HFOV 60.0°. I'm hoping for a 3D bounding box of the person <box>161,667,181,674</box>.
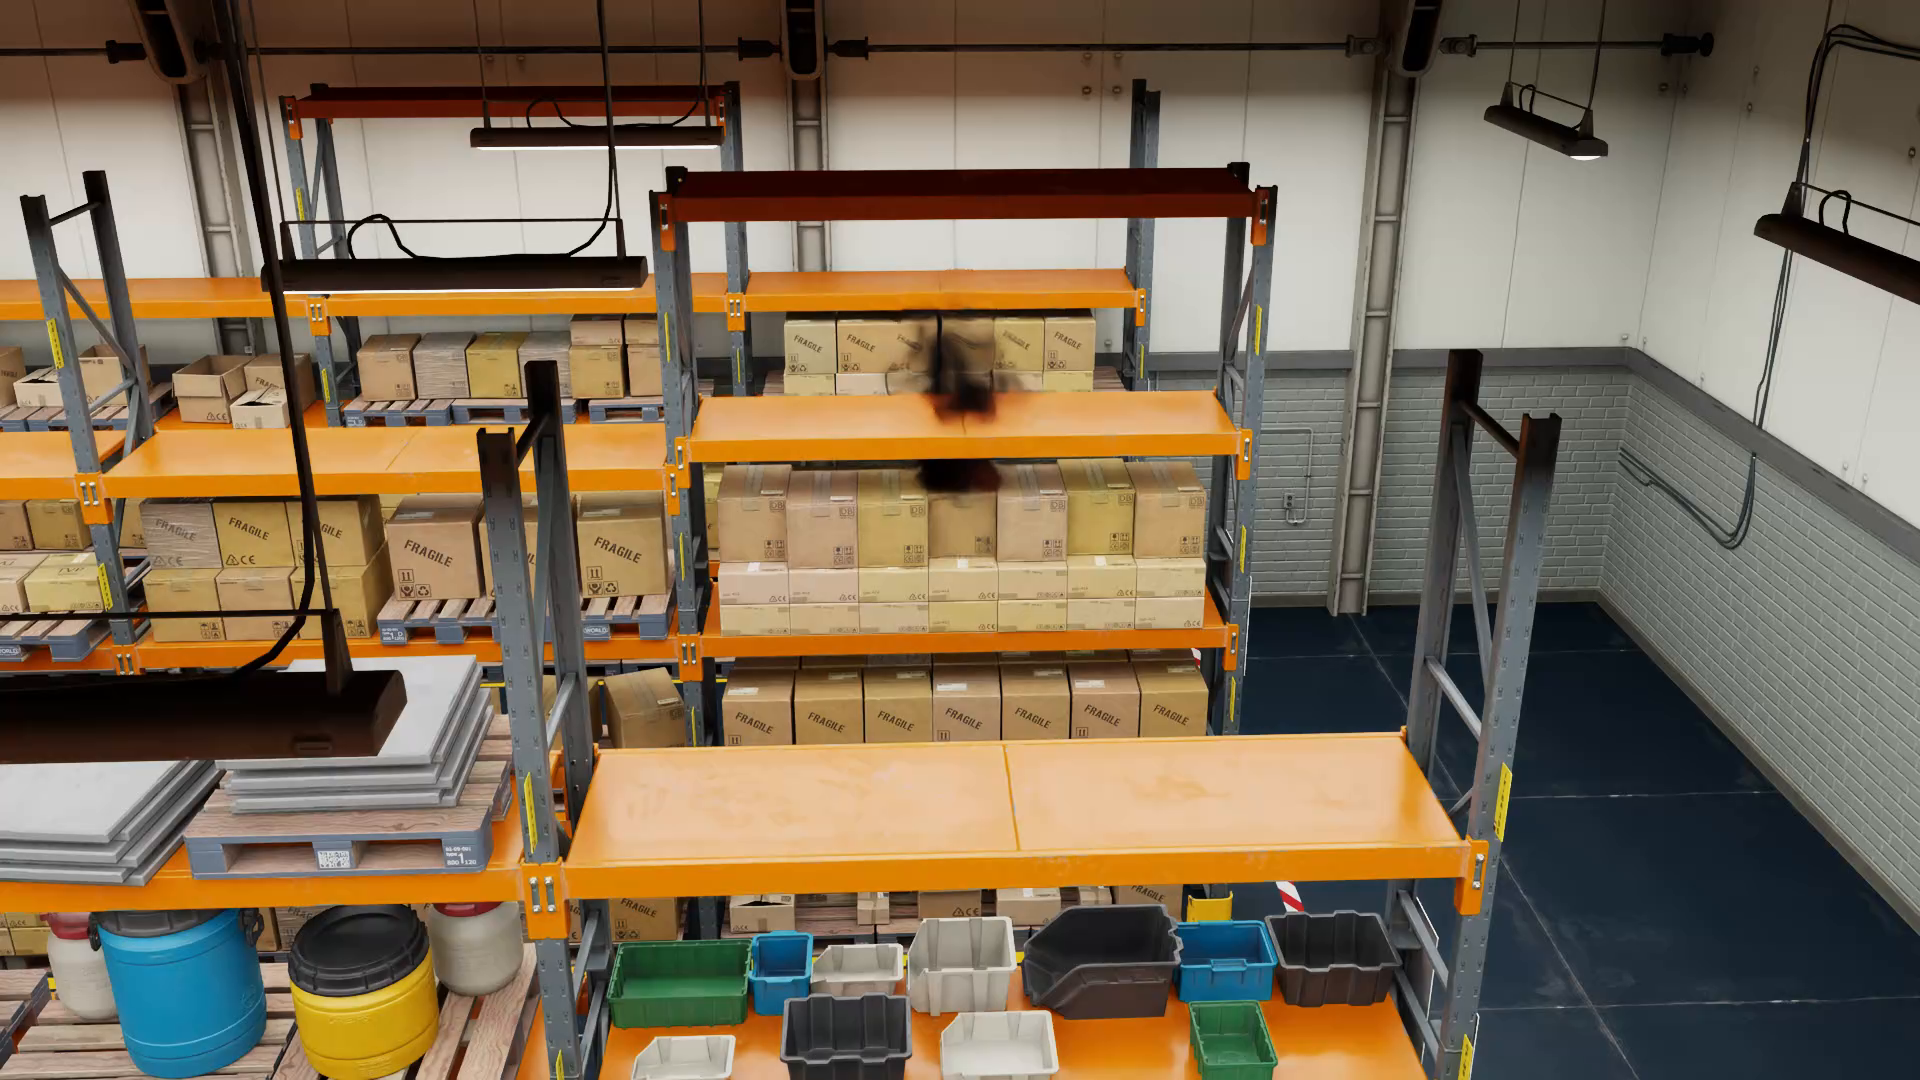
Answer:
[{"bbox_3d":[-6.855,1.592,14.951,0.934,1.712,0.648,-4,23,-11],"label":"person"}]
